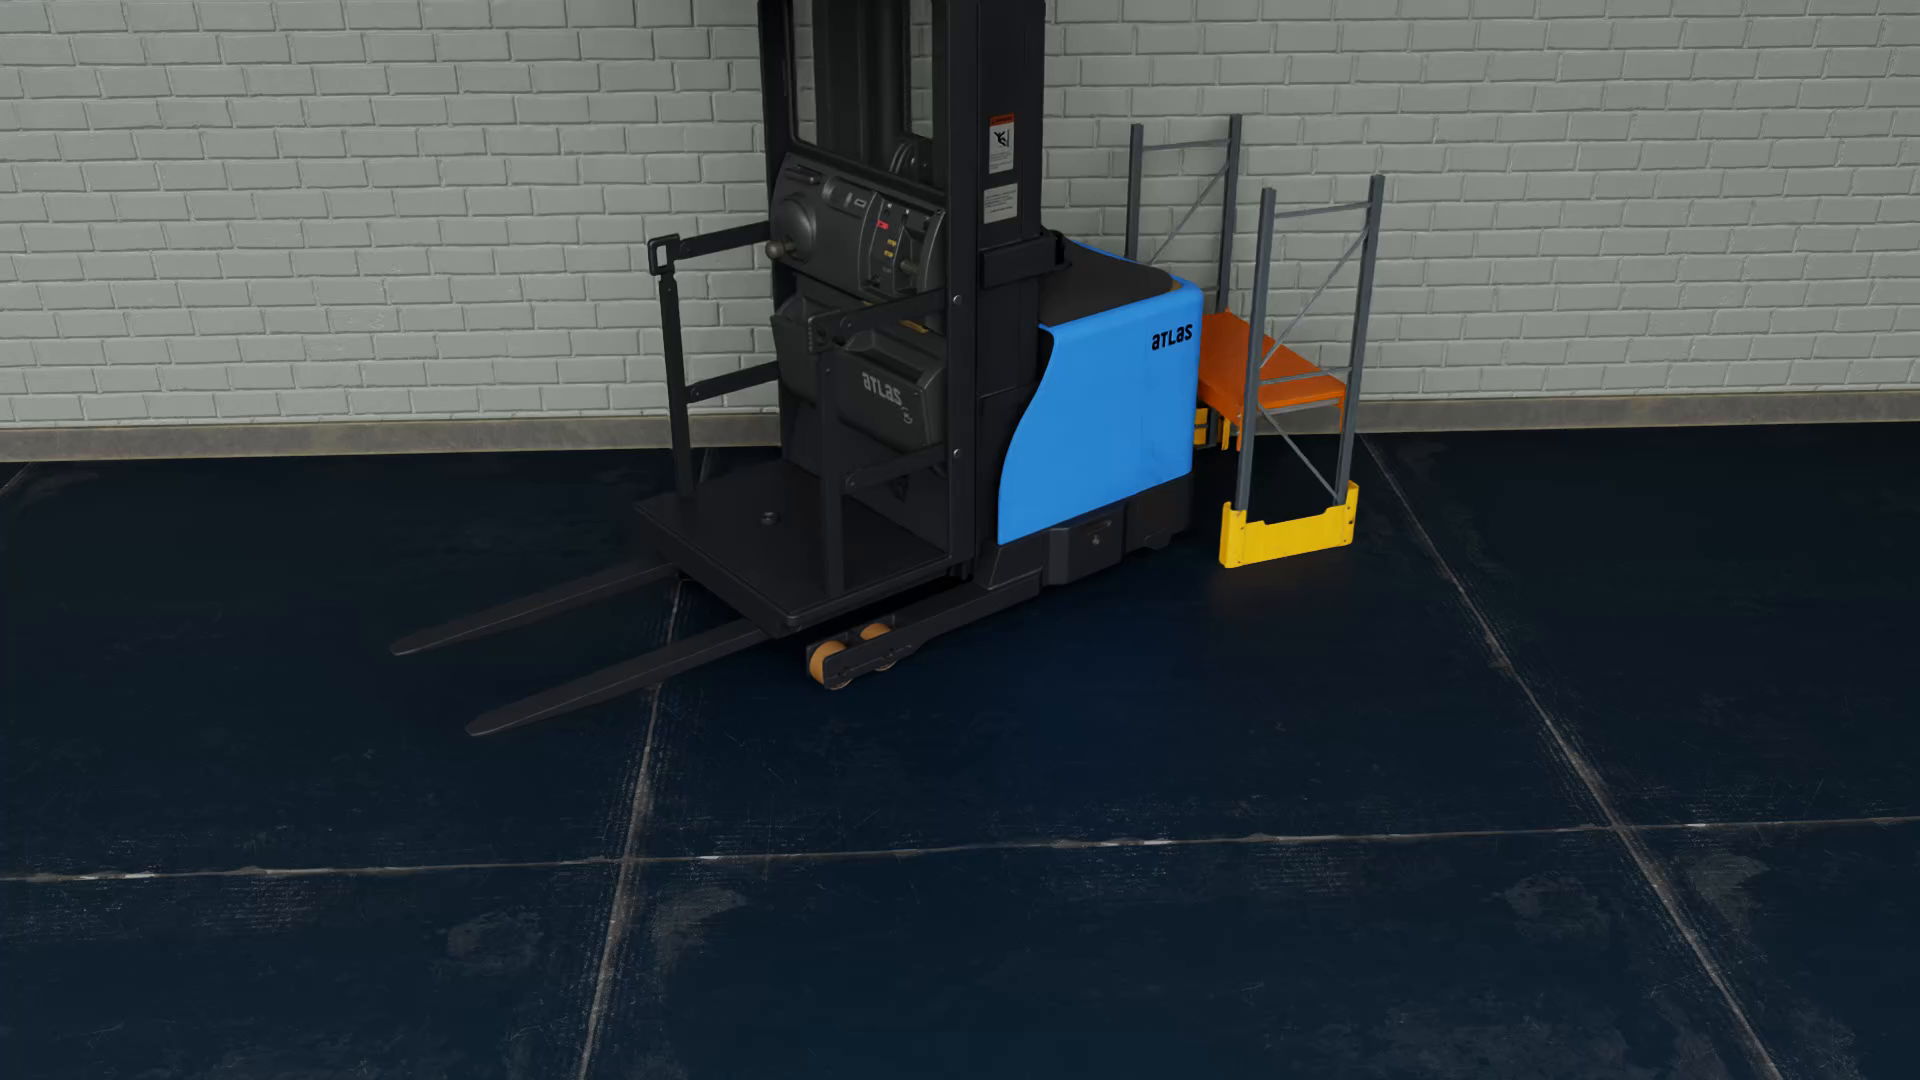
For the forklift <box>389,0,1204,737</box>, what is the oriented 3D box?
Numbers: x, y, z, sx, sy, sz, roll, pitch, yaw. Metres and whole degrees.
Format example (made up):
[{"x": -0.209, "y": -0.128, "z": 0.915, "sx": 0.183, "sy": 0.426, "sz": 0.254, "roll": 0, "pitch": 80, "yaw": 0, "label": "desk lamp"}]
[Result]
[{"x": -0.527, "y": -1.057, "z": 5.608, "sx": 3.031, "sy": 2.935, "sz": 1.130, "roll": -20, "pitch": 34, "yaw": -34, "label": "forklift"}]

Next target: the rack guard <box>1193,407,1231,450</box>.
[{"x": 0.938, "y": -0.494, "z": 7.426, "sx": 0.587, "sy": 0.250, "sz": 0.087, "roll": -10, "pitch": 29, "yaw": -19, "label": "rack guard"}]

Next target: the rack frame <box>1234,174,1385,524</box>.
[{"x": 1.308, "y": -0.619, "z": 6.316, "sx": 0.500, "sy": 1.500, "sz": 0.032, "roll": -10, "pitch": 29, "yaw": -19, "label": "rack frame"}]

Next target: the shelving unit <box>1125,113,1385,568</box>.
[{"x": 1.122, "y": -0.834, "z": 6.727, "sx": 0.587, "sy": 1.500, "sz": 1.083, "roll": -10, "pitch": 29, "yaw": -19, "label": "shelving unit"}]

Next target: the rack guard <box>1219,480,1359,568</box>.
[{"x": 1.307, "y": -0.066, "z": 6.606, "sx": 0.587, "sy": 0.250, "sz": 0.087, "roll": -10, "pitch": 29, "yaw": -19, "label": "rack guard"}]

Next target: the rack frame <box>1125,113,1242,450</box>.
[{"x": 0.930, "y": -1.056, "z": 7.153, "sx": 0.500, "sy": 1.500, "sz": 0.032, "roll": -10, "pitch": 29, "yaw": -19, "label": "rack frame"}]

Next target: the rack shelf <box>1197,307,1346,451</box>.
[{"x": 1.119, "y": -0.678, "z": 6.818, "sx": 0.538, "sy": 0.185, "sz": 1.000, "roll": -10, "pitch": 29, "yaw": -19, "label": "rack shelf"}]
